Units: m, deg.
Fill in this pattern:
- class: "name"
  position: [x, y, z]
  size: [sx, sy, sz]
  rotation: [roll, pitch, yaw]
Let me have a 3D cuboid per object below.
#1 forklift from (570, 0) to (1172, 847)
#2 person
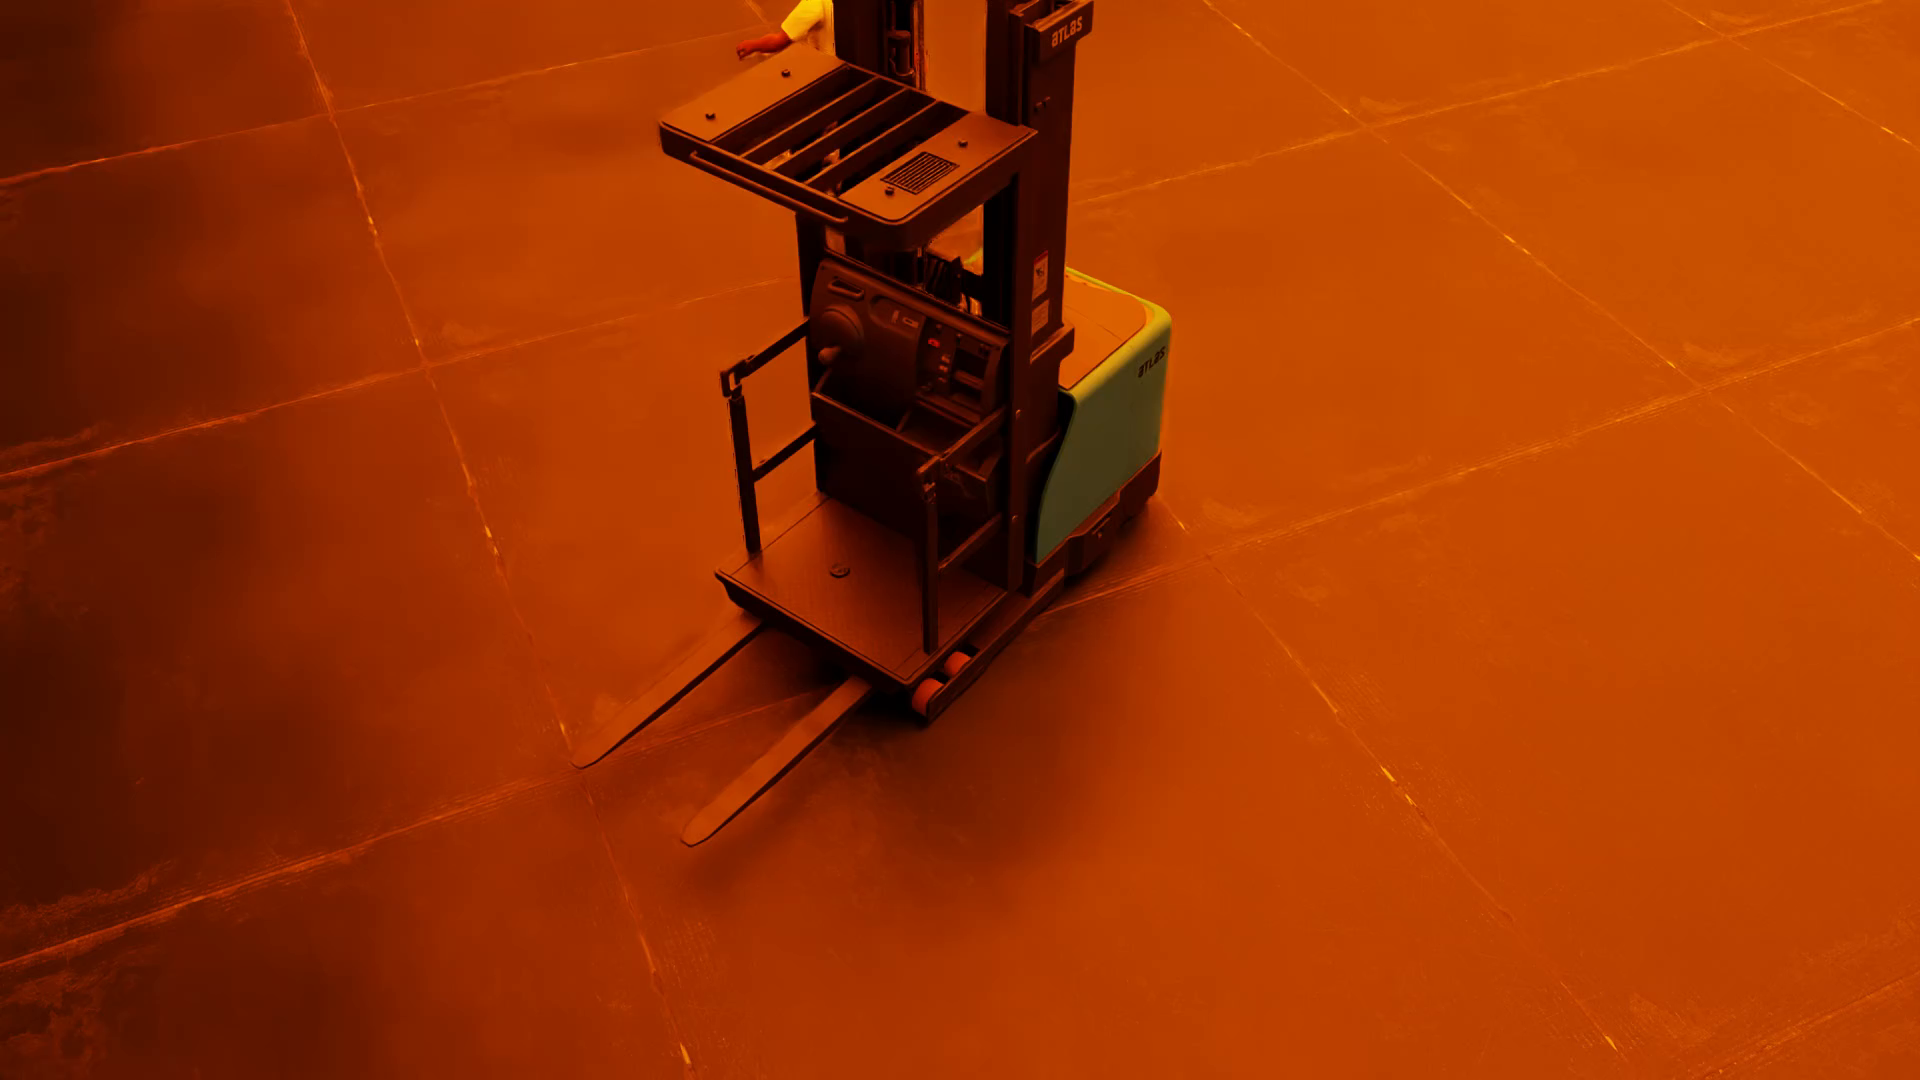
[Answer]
- class: "forklift"
  position: [-0.348, -0.707, 6.438]
  size: [1.130, 2.935, 3.031]
  rotation: [28, 50, 27]
- class: "person"
  position: [-0.696, -2.675, 9.450]
  size: [1.048, 1.780, 0.656]
  rotation: [-25, 49, -25]
